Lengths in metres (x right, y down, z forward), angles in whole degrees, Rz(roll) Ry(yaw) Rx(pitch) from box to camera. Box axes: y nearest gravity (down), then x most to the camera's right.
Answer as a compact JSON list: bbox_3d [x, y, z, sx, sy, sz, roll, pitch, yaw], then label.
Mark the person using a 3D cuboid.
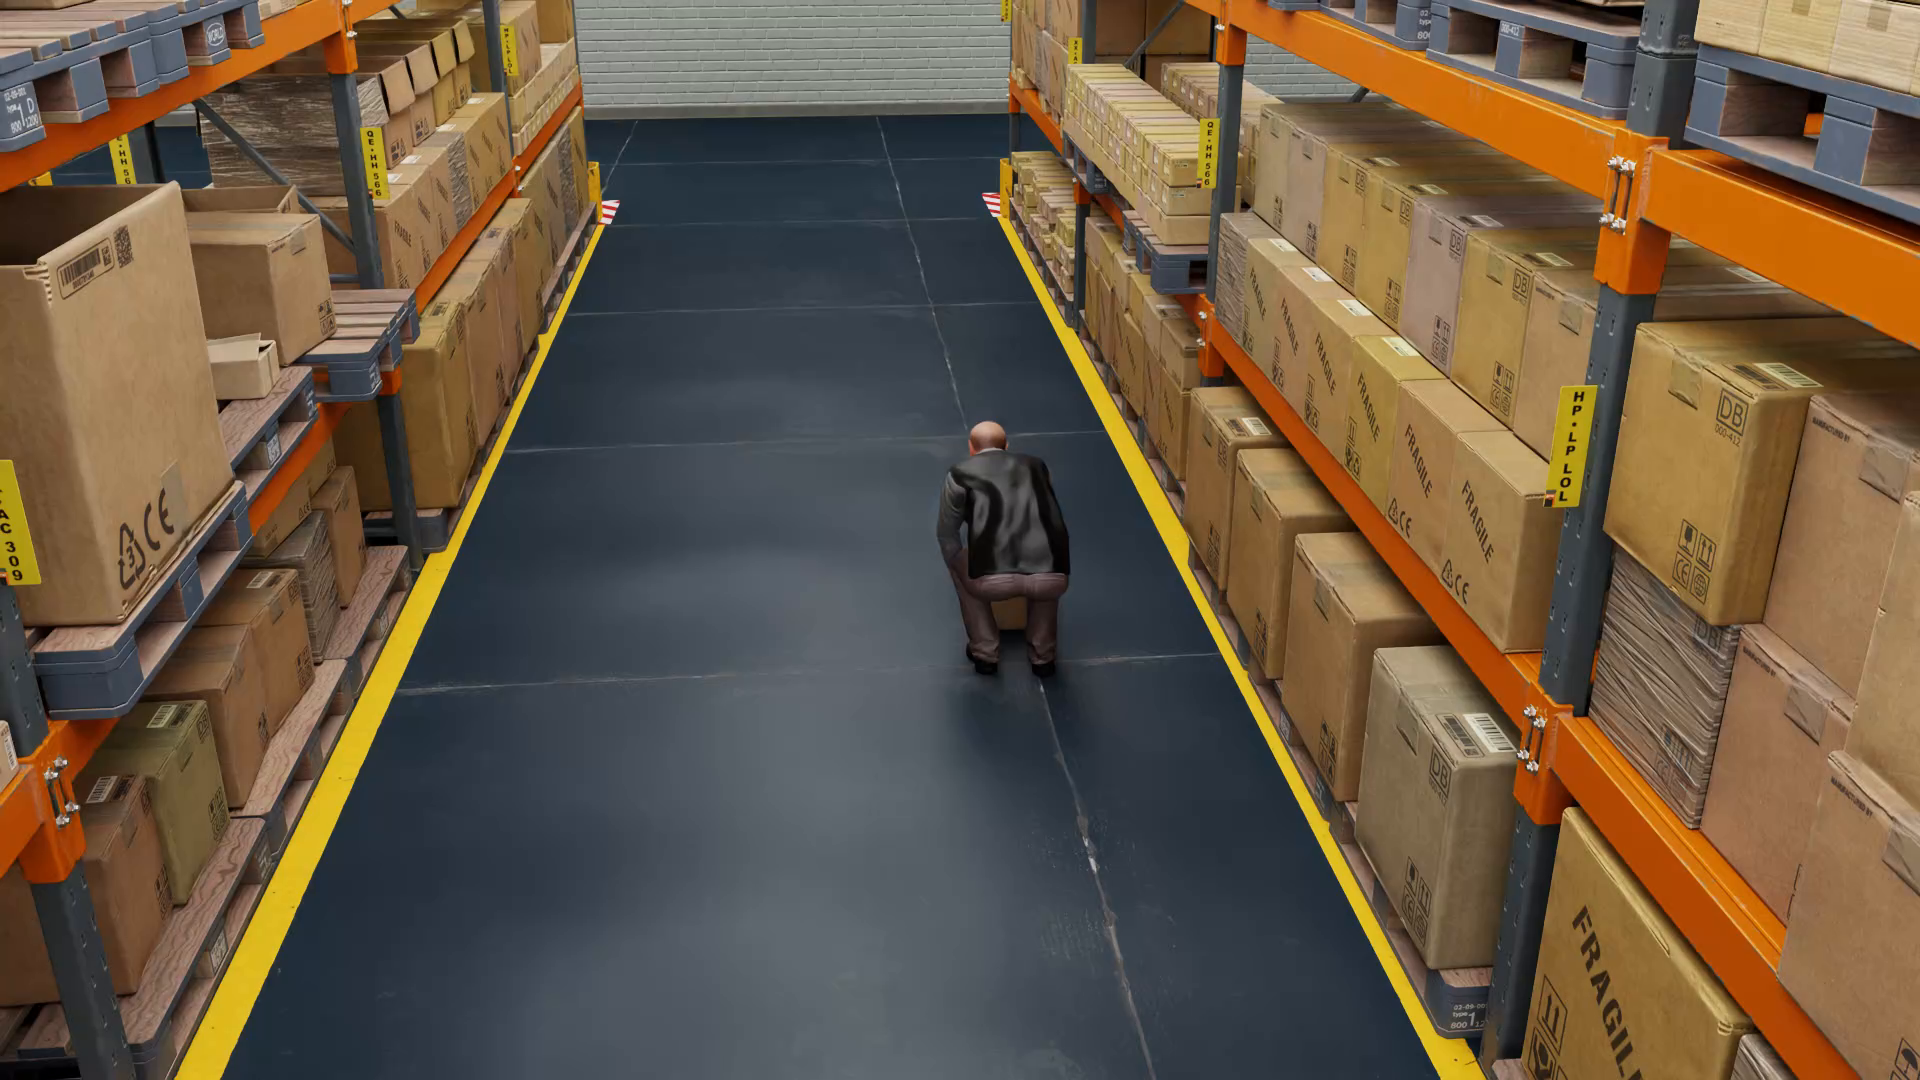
[{"bbox_3d":[0.187,0.061,7.387,0.551,1.008,0.852,-2,24,-5],"label":"person"}]
